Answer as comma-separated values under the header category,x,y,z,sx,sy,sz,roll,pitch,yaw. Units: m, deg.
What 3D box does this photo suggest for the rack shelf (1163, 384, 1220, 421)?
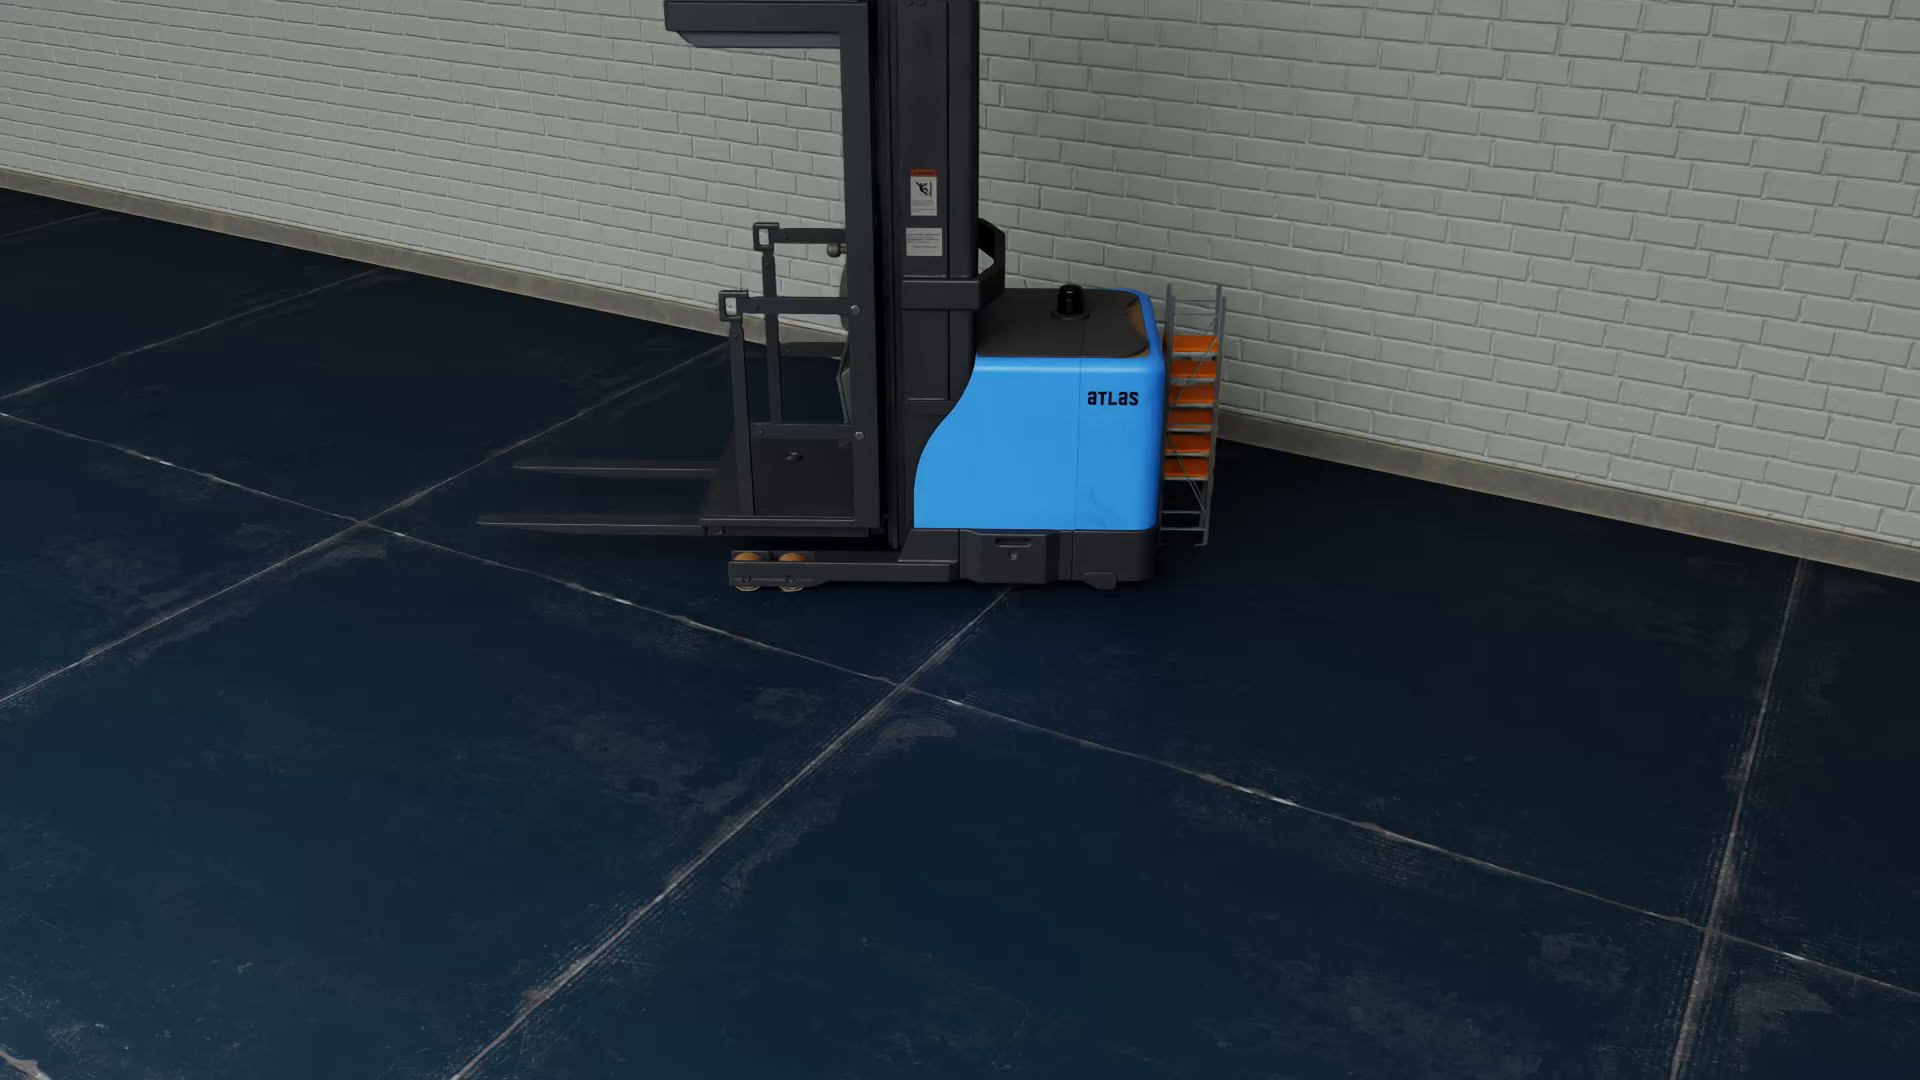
category,x,y,z,sx,sy,sz,roll,pitch,yaw
rack shelf,1.030,-0.621,7.481,0.258,0.103,0.180,1,27,1

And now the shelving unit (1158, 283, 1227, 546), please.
category,x,y,z,sx,sy,sz,roll,pitch,yaw
shelving unit,1.029,-0.554,7.514,0.258,1.200,0.189,1,27,1

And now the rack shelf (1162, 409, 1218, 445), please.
category,x,y,z,sx,sy,sz,roll,pitch,yaw
rack shelf,1.029,-0.514,7.534,0.258,0.103,0.180,1,27,1

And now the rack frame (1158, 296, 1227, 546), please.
category,x,y,z,sx,sy,sz,roll,pitch,yaw
rack frame,1.027,-0.513,7.433,0.240,1.200,0.006,1,27,1

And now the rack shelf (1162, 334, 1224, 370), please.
category,x,y,z,sx,sy,sz,roll,pitch,yaw
rack shelf,1.030,-0.836,7.373,0.258,0.103,0.180,1,27,1

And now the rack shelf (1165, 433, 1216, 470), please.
category,x,y,z,sx,sy,sz,roll,pitch,yaw
rack shelf,1.029,-0.407,7.588,0.258,0.103,0.180,1,27,1

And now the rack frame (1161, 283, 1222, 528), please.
category,x,y,z,sx,sy,sz,roll,pitch,yaw
rack frame,1.032,-0.595,7.596,0.240,1.200,0.006,1,27,1

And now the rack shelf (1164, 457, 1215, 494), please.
category,x,y,z,sx,sy,sz,roll,pitch,yaw
rack shelf,1.028,-0.299,7.642,0.258,0.103,0.180,1,27,1

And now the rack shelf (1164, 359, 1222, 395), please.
category,x,y,z,sx,sy,sz,roll,pitch,yaw
rack shelf,1.030,-0.728,7.427,0.258,0.103,0.180,1,27,1

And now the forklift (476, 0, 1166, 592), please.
category,x,y,z,sx,sy,sz,roll,pitch,yaw
forklift,-0.636,-1.319,7.110,3.031,2.935,1.130,1,27,1
